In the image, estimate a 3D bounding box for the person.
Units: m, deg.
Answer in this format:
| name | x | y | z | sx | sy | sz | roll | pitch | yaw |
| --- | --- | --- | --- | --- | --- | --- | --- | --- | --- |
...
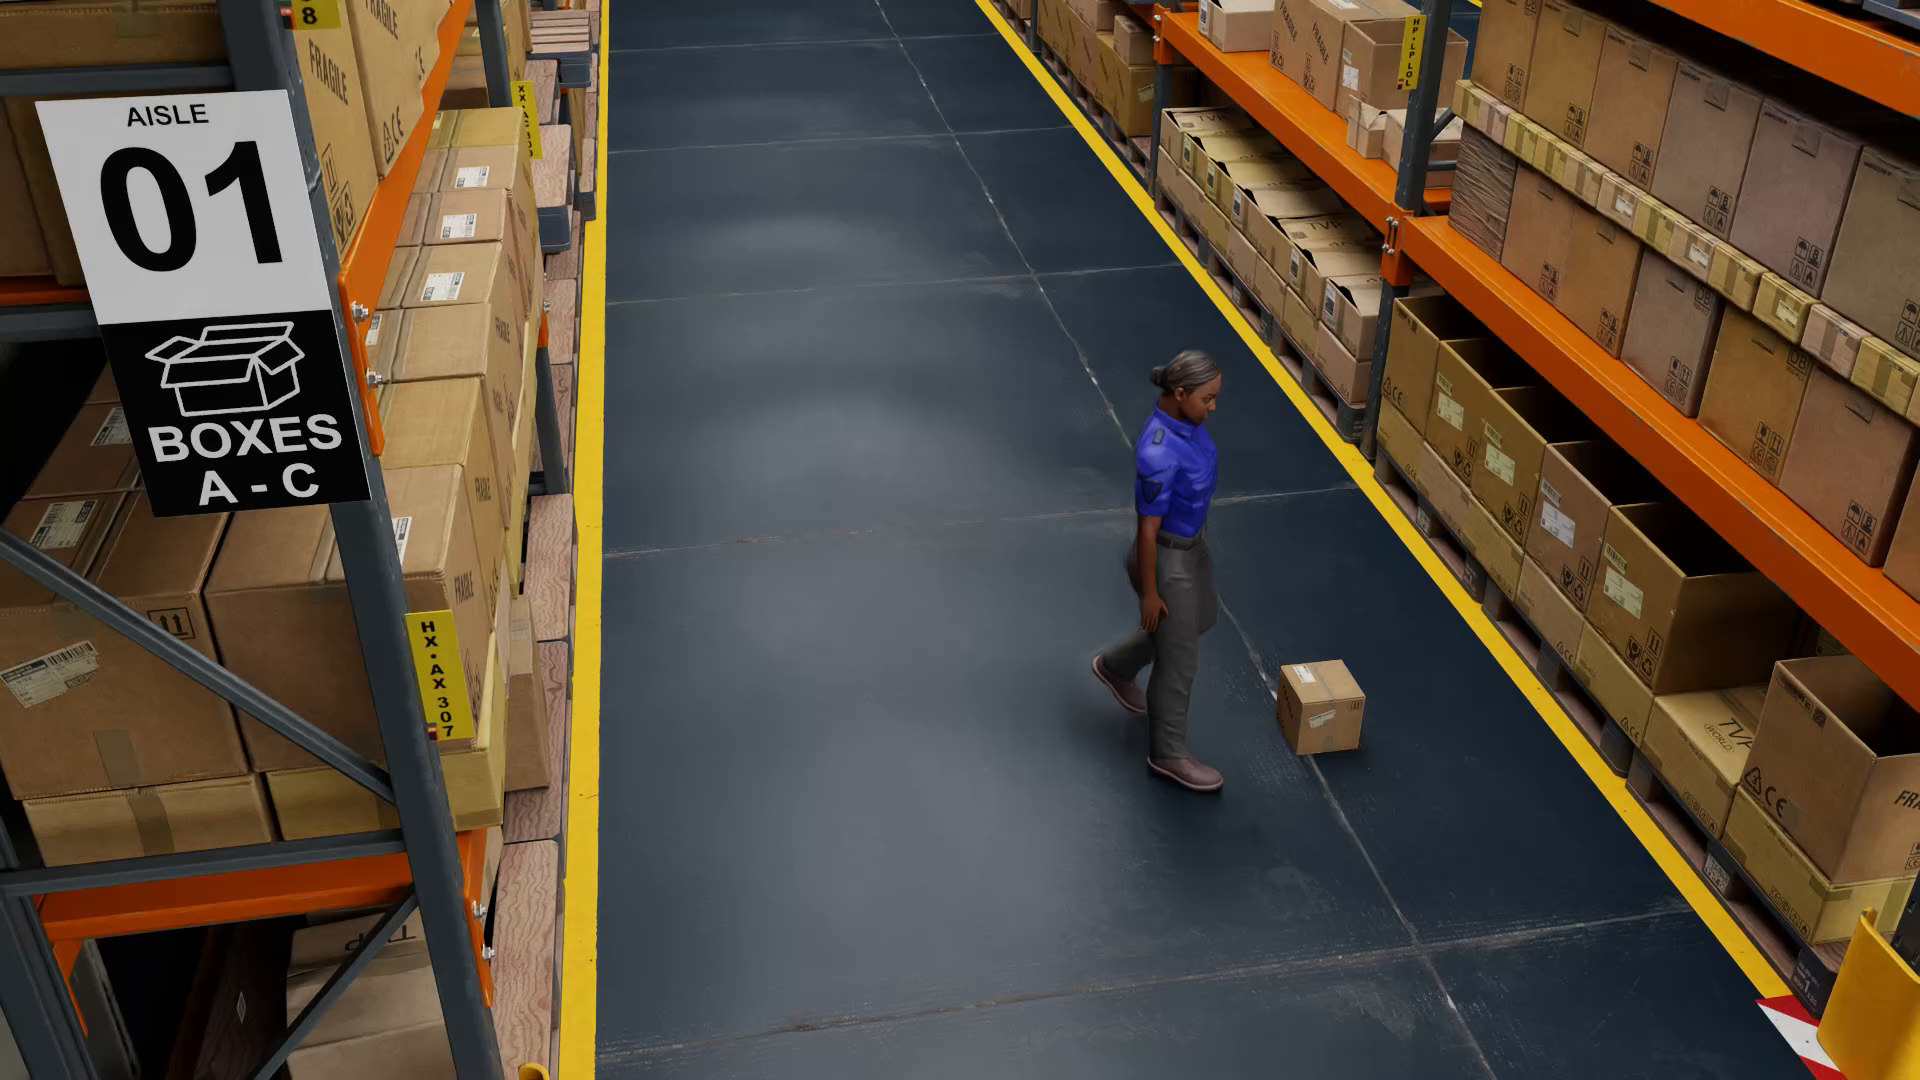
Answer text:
| name | x | y | z | sx | sy | sz | roll | pitch | yaw |
| --- | --- | --- | --- | --- | --- | --- | --- | --- | --- |
| person | 0.751 | 0.072 | 5.999 | 0.587 | 1.650 | 0.529 | 9 | 32 | 14 |
